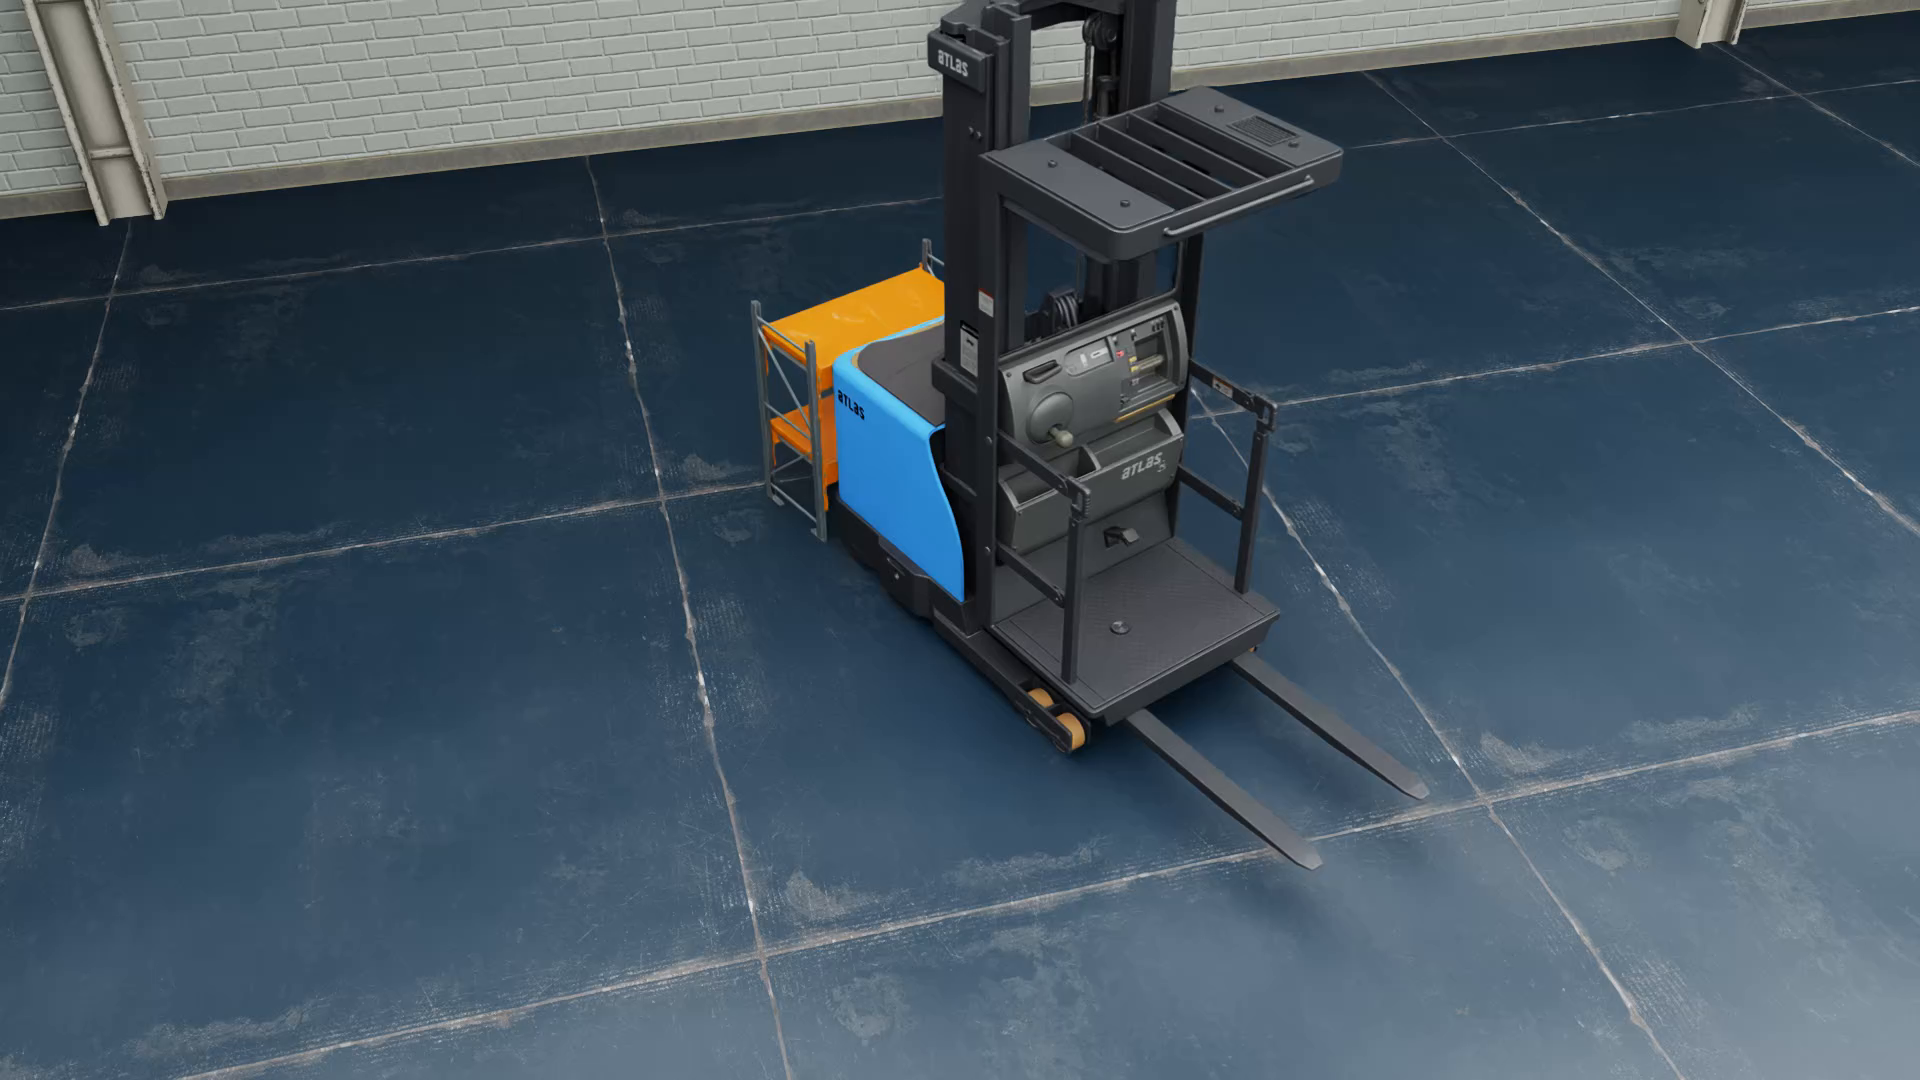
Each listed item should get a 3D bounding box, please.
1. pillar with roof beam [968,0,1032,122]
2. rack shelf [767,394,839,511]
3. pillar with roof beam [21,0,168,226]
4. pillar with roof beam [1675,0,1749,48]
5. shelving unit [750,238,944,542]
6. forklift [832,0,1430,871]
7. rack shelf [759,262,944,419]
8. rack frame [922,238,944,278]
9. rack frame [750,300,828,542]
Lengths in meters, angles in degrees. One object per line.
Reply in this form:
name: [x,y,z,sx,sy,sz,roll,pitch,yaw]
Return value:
pillar with roof beam: [1.408,-4.186,6.295,0.400,9.000,9.100,-9,38,-12]
rack shelf: [-0.425,-0.561,8.440,1.000,0.278,0.538,-26,44,-30]
pillar with roof beam: [-4.385,-3.236,5.053,0.400,9.000,9.100,-9,38,-12]
pillar with roof beam: [7.200,-5.136,7.538,0.400,9.000,9.100,-9,38,-12]
shelving unit: [-0.425,-0.755,8.291,1.048,1.125,0.538,-26,44,-30]
forklift: [0.685,-0.605,6.608,1.130,2.935,3.031,-24,44,-28]
rack shelf: [-0.425,-0.988,8.113,1.000,0.278,0.538,-26,44,-30]
rack frame: [-0.026,-0.947,8.542,0.032,1.125,0.500,-26,44,-30]
rack frame: [-0.823,-0.564,8.040,0.032,1.125,0.500,-26,44,-30]
